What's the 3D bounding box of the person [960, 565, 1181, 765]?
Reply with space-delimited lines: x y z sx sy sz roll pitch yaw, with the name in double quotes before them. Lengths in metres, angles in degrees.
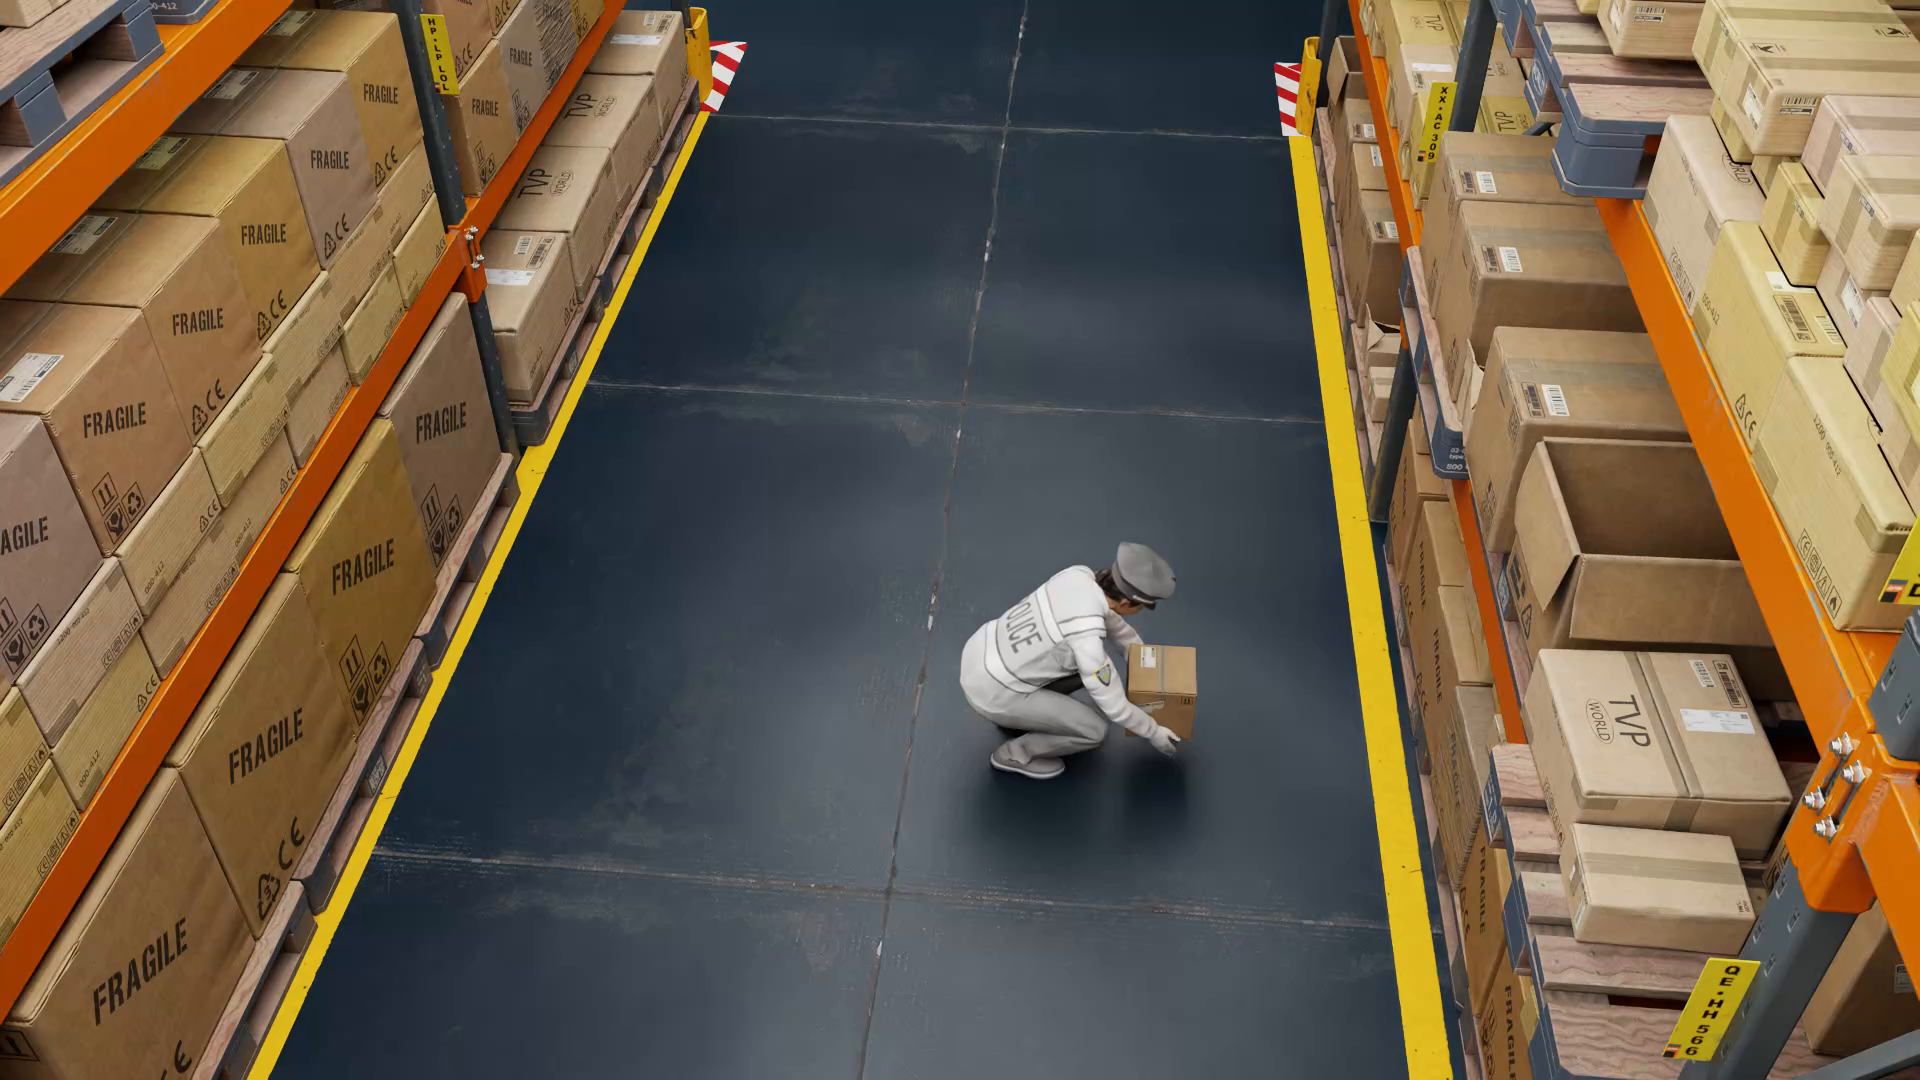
"person" -2.975 1.433 4.047 7.261 2.202 5.544 3 40 3
